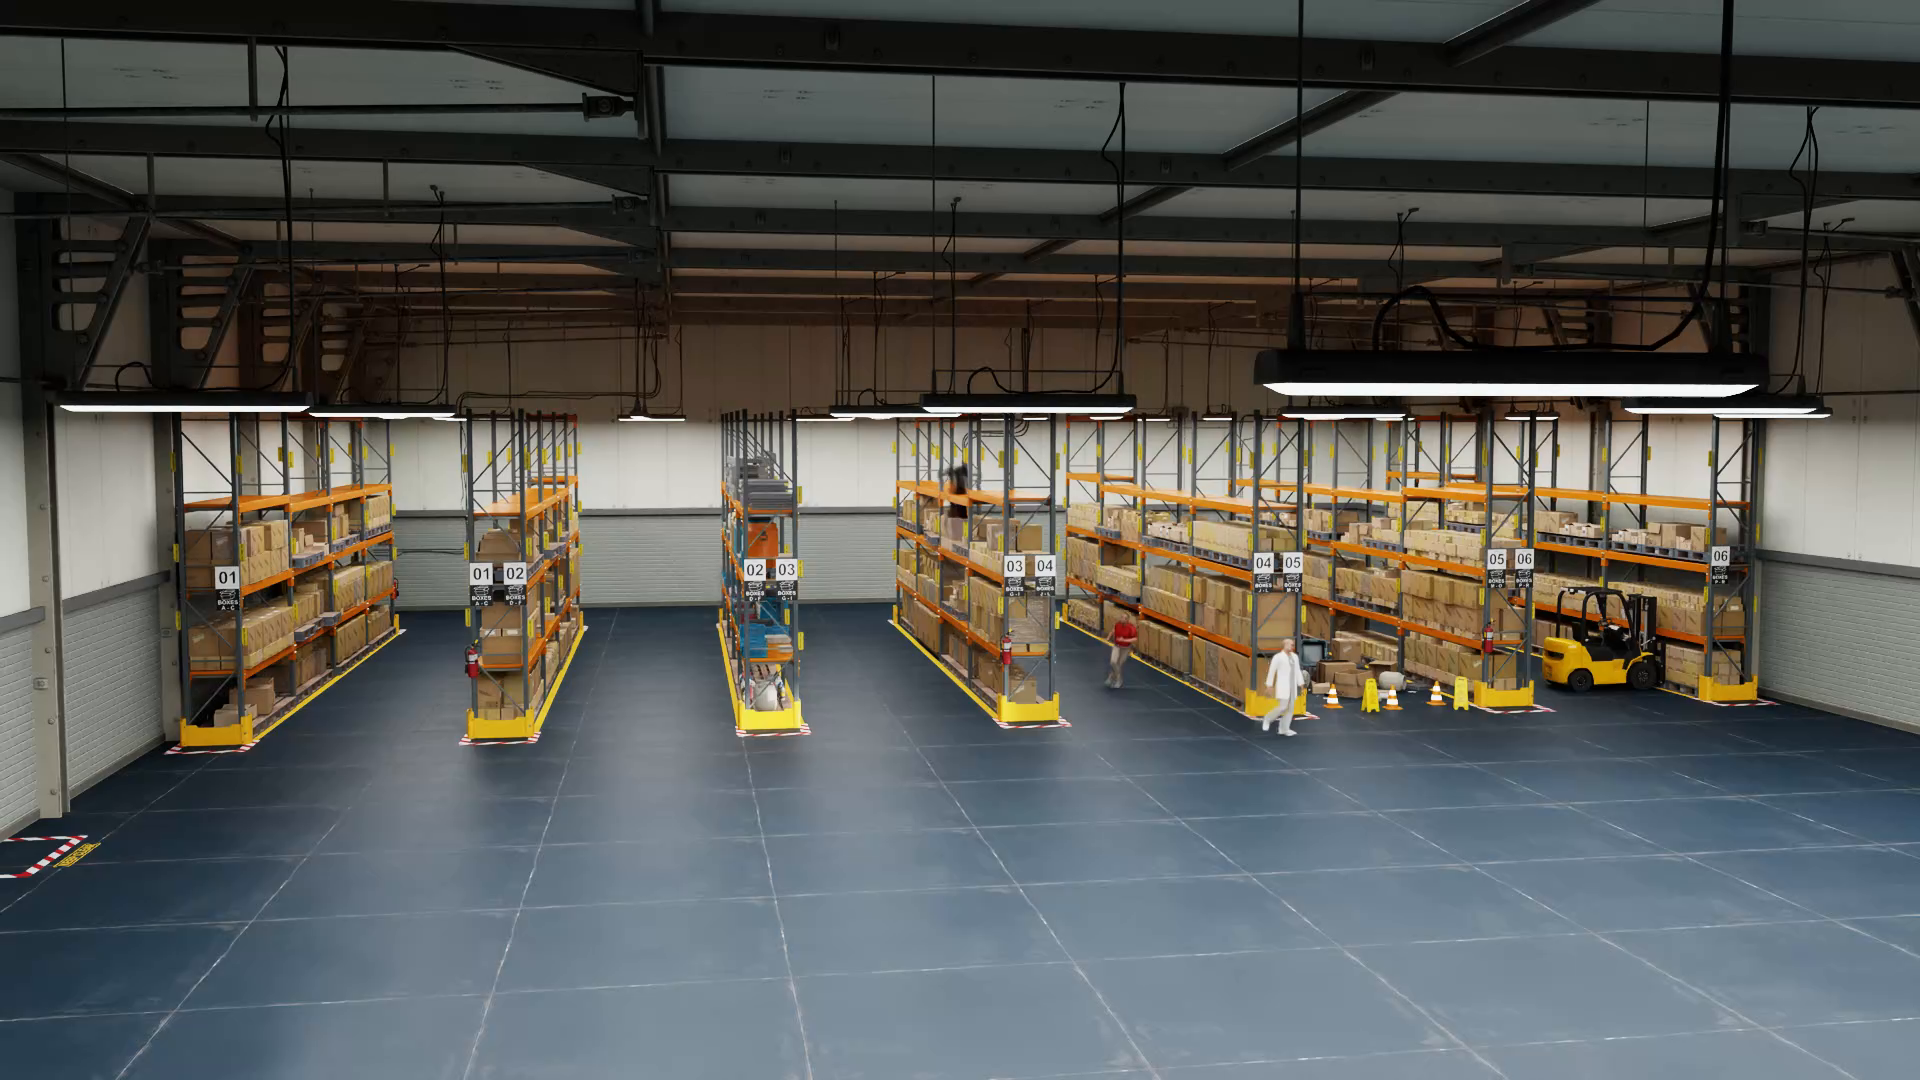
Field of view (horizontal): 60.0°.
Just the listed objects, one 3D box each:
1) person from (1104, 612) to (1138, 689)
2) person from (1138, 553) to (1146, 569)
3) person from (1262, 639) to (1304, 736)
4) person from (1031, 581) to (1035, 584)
[{"bbox_3d":[3.478,2.375,36.068,0.794,1.641,0.722,1,4,15],"label":"person"},{"bbox_3d":[5.488,1.280,51.015,0.642,1.763,0.669,-2,4,-21],"label":"person"},{"bbox_3d":[5.921,2.697,30.580,0.697,1.772,0.635,-3,5,-35],"label":"person"},{"bbox_3d":[2.026,1.520,47.602,0.596,1.664,0.973,0,4,-5],"label":"person"}]
